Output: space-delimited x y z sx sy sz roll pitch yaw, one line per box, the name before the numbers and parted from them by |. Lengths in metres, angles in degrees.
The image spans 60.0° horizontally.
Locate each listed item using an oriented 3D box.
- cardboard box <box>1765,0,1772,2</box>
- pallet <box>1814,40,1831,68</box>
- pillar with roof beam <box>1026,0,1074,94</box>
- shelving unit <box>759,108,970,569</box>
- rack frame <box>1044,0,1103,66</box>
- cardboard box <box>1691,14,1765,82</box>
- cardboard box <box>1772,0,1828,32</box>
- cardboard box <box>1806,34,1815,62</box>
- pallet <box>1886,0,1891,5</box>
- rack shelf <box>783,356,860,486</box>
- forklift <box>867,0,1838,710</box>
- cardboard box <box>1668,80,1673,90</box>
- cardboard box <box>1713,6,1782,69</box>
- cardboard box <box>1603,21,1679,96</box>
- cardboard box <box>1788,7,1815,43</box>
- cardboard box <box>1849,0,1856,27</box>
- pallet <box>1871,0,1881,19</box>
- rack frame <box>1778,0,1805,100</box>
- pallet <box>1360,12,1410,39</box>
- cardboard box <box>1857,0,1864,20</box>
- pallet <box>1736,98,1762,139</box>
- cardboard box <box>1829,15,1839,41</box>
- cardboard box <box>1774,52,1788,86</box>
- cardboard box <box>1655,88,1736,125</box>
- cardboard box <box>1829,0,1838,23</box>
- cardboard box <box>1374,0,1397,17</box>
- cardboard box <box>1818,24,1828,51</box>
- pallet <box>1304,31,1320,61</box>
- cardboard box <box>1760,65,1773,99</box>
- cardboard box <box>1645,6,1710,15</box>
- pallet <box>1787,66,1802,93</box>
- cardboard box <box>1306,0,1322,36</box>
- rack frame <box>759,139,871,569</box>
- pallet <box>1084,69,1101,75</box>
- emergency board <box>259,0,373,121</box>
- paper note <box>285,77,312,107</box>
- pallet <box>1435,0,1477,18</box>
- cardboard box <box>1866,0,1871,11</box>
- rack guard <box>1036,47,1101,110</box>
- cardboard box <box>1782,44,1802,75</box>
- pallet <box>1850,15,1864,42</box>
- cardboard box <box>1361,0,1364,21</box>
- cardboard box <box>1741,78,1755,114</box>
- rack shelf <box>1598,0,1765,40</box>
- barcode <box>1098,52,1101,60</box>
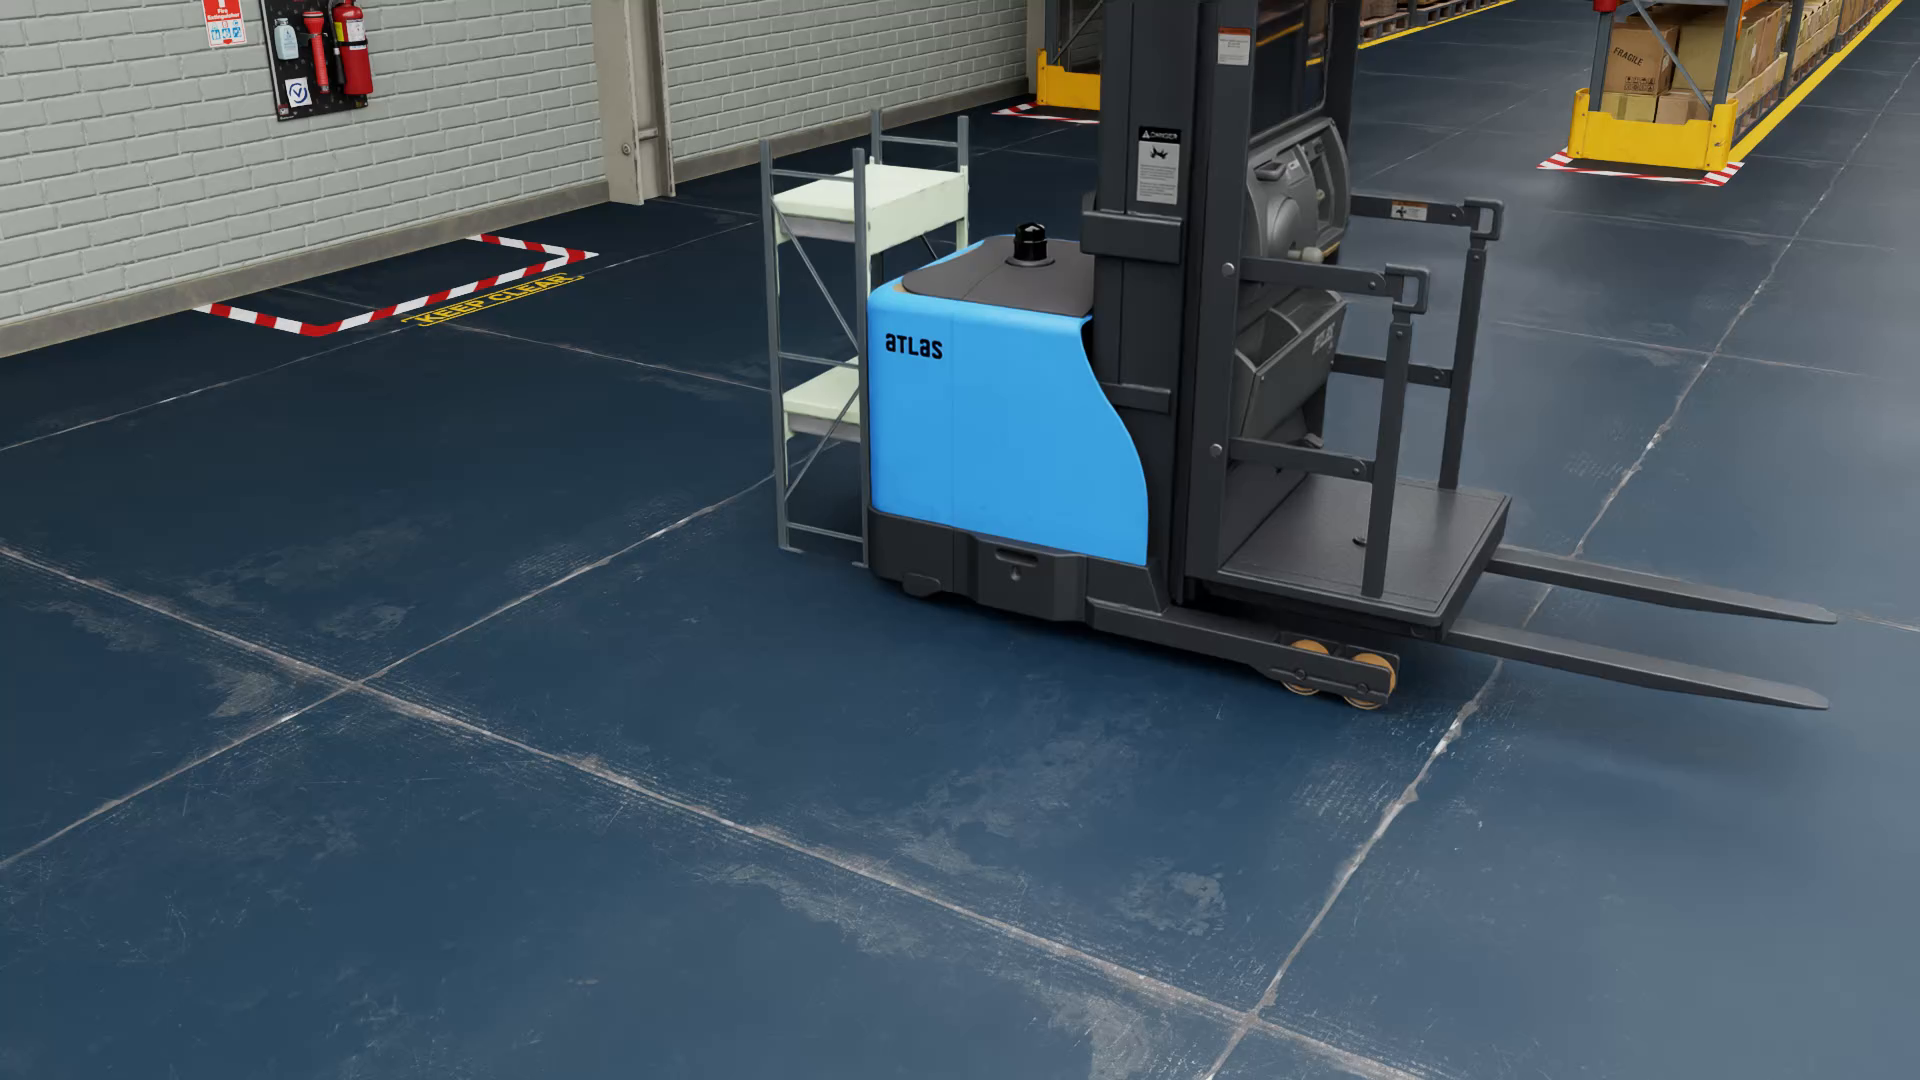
cardboard box | 8.342 -5.647 17.746 0.500 0.311 0.500 13 27 28
pallet | 9.212 -5.549 18.803 1.003 0.211 1.213 14 27 29
pillar with roof beam | 4.541 -7.704 12.719 9.100 9.000 0.400 14 27 29
shelving unit | -0.321 -0.750 6.094 0.431 1.500 0.755 12 26 25
rack frame | 1.249 -5.436 15.030 1.000 3.000 0.127 14 27 29
cardboard box | 6.446 -4.149 14.046 0.500 0.500 0.500 14 27 29
cardboard box | 8.809 -5.543 17.506 0.500 0.311 0.500 15 27 30
cardboard box | 8.534 -5.111 17.214 0.500 0.250 0.500 13 27 27
pallet | 13.439 -8.224 24.982 1.003 0.211 1.213 14 27 29
rack shelf | -0.320 -0.451 6.224 0.431 0.370 0.720 12 26 25
forklift | 1.225 -1.071 5.035 3.031 2.935 1.130 12 26 25
cardboard box | 5.745 -3.744 14.055 0.500 0.250 0.500 14 27 29
cardboard box | 6.976 -4.486 14.824 0.500 0.500 0.500 14 27 29
cardboard box | 5.489 -3.917 13.511 0.500 0.500 0.500 14 27 29
cardboard box | 8.267 -5.192 16.694 0.500 0.311 0.500 14 27 28
cardboard box | 10.433 -6.425 19.909 0.500 0.500 0.500 13 27 27
pallet | 12.152 -7.401 23.080 1.003 0.211 1.213 14 27 29
rack frame | 7.569 -5.749 15.754 1.000 3.000 0.127 14 27 29
pallet | 5.055 -6.593 21.213 1.003 0.211 1.213 14 27 29
cardboard box | 10.973 -6.771 20.707 0.500 0.500 0.500 13 27 27
pallet | 6.471 -3.796 14.753 1.003 0.211 1.213 14 27 29
cardboard box | 9.609 -5.801 18.807 0.500 0.250 0.500 15 27 30
cardboard box | 7.510 -4.477 15.749 0.500 0.250 0.500 14 27 29
cardboard box | 5.931 -3.464 13.408 0.500 0.250 0.500 14 27 29
cardboard box | 9.343 -5.882 18.288 0.500 0.311 0.500 13 27 28
cardboard box | 5.133 -6.936 21.090 0.700 0.500 0.500 14 27 30
cardboard box | 9.072 -5.457 18.013 0.500 0.250 0.500 15 27 30
pallet | 3.768 -5.769 19.310 1.003 0.211 1.213 14 27 29
cardboard box | 6.987 -4.139 14.967 0.500 0.250 0.500 14 27 29
cardboard box | 6.269 -4.426 14.687 0.500 0.500 0.500 14 27 29
pallet | 7.925 -4.726 16.901 1.003 0.211 1.213 14 27 29
cardboard box | 3.733 -6.092 19.140 0.700 0.500 0.500 15 28 31
rack frame | -0.491 -0.622 5.797 0.400 1.500 0.023 12 26 25
pallet | 1.747 -4.448 16.260 1.003 0.211 1.213 14 27 29
emergency board | -3.618 -3.002 9.409 0.194 1.169 0.643 14 27 29
paper note | -3.770 -2.552 9.479 0.016 0.148 0.142 14 27 29
pallet | 6.593 -7.516 23.347 1.003 0.211 1.213 14 27 29
cardboard box | 11.504 -7.112 21.495 0.500 0.500 0.500 14 27 29
rack guard | 1.289 -4.314 15.586 1.175 0.500 0.348 14 27 29
cardboard box | 7.992 -4.764 16.411 0.500 0.250 0.500 13 27 28
pallet | 10.749 -6.473 20.937 1.003 0.211 1.213 14 27 29
cardboard box | 4.525 -6.613 20.344 0.700 0.500 0.500 14 27 29
cardboard box | 6.456 -3.802 14.190 0.500 0.250 0.500 14 27 29
rack shelf | 6.514 -4.744 14.337 1.077 0.370 4.000 14 27 29
barcode | 1.360 -4.712 16.179 0.001 0.075 0.075 14 27 29
